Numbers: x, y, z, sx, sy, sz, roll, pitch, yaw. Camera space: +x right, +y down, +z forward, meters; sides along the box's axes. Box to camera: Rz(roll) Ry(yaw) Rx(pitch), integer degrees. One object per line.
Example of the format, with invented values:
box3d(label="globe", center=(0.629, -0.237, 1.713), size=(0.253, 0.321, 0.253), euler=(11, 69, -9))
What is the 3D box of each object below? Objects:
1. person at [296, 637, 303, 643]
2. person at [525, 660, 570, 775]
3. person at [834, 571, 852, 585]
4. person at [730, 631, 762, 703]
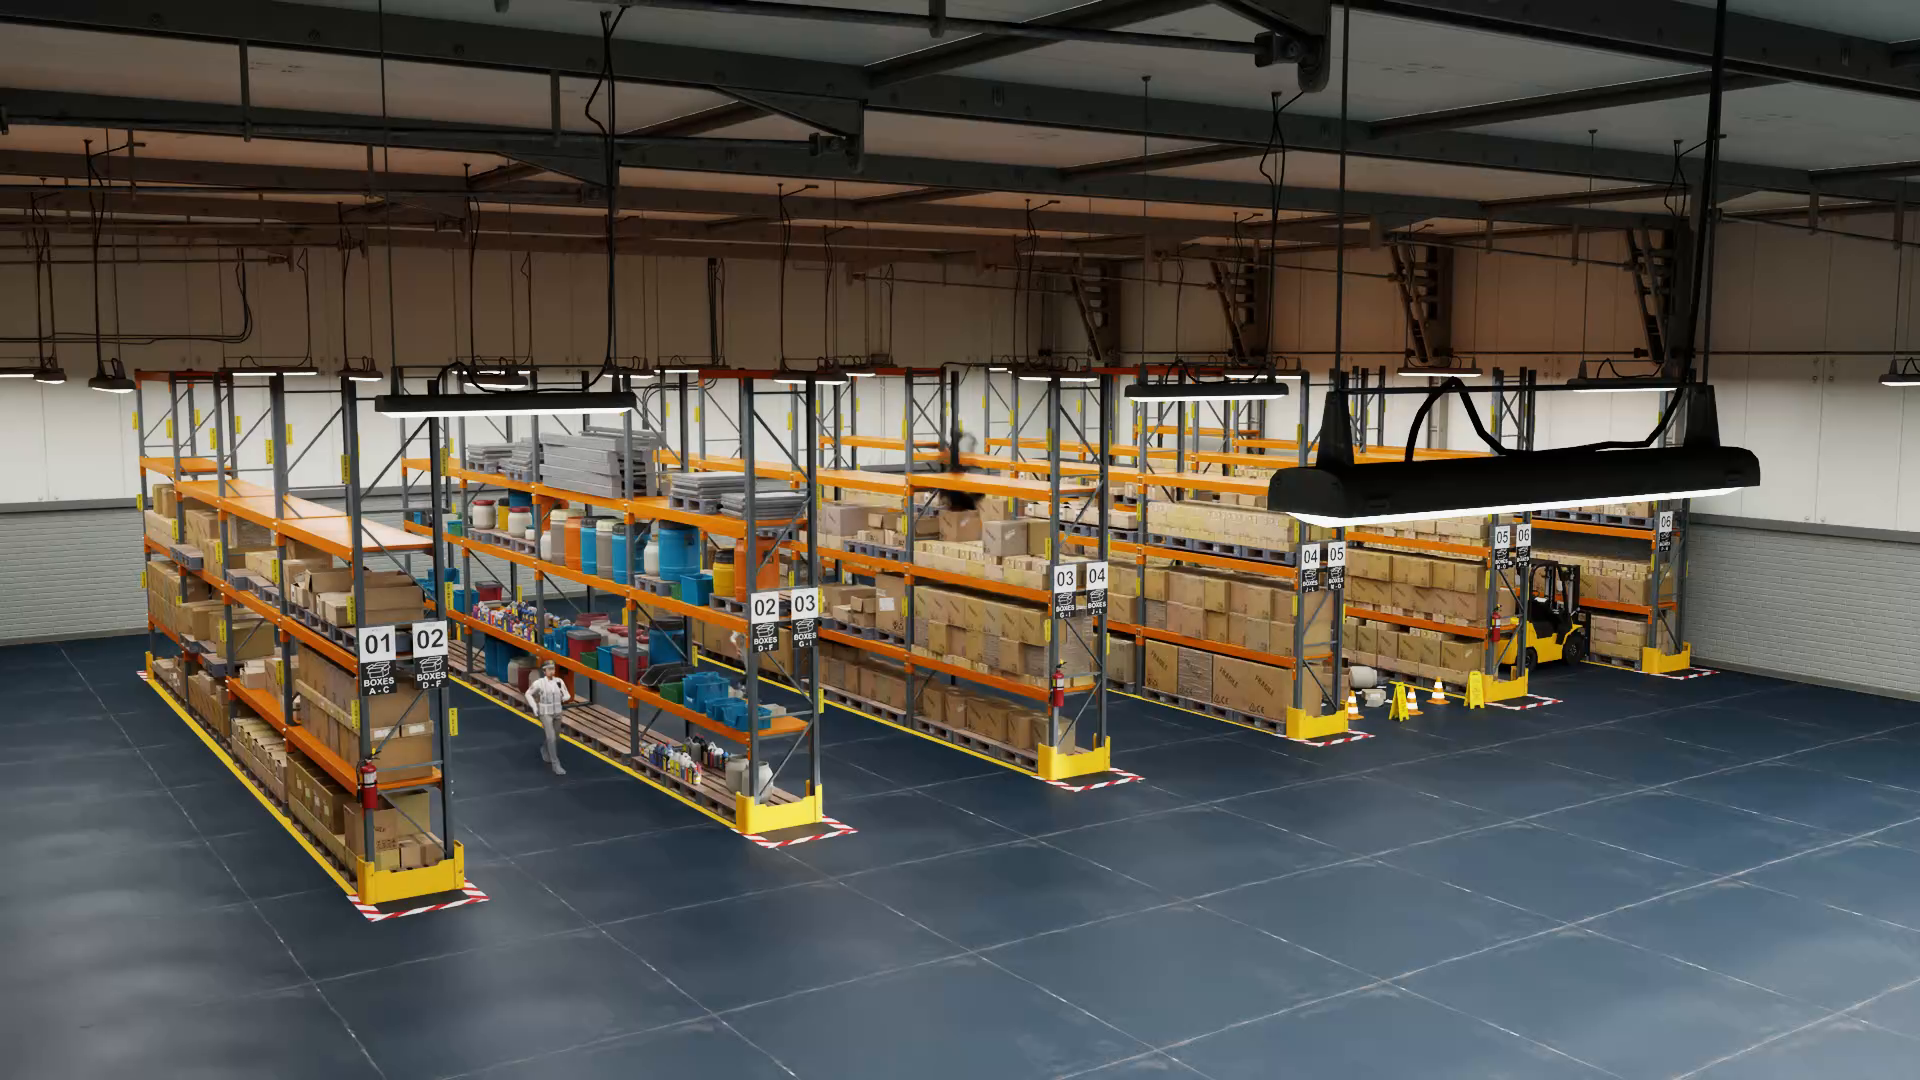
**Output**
box3d(label="person", center=(-12.614, 1.905, 32.131), size=(0.602, 1.705, 0.810), euler=(-6, 9, -43))
box3d(label="person", center=(-6.186, 2.636, 25.133), size=(0.611, 1.682, 0.921), euler=(-6, 9, -41))
box3d(label="person", center=(-2.933, 0.660, 42.354), size=(0.660, 1.769, 0.906), euler=(6, 8, 41))
box3d(label="person", center=(-3.844, 2.157, 30.232), size=(0.534, 1.493, 0.889), euler=(-6, 8, -40))
